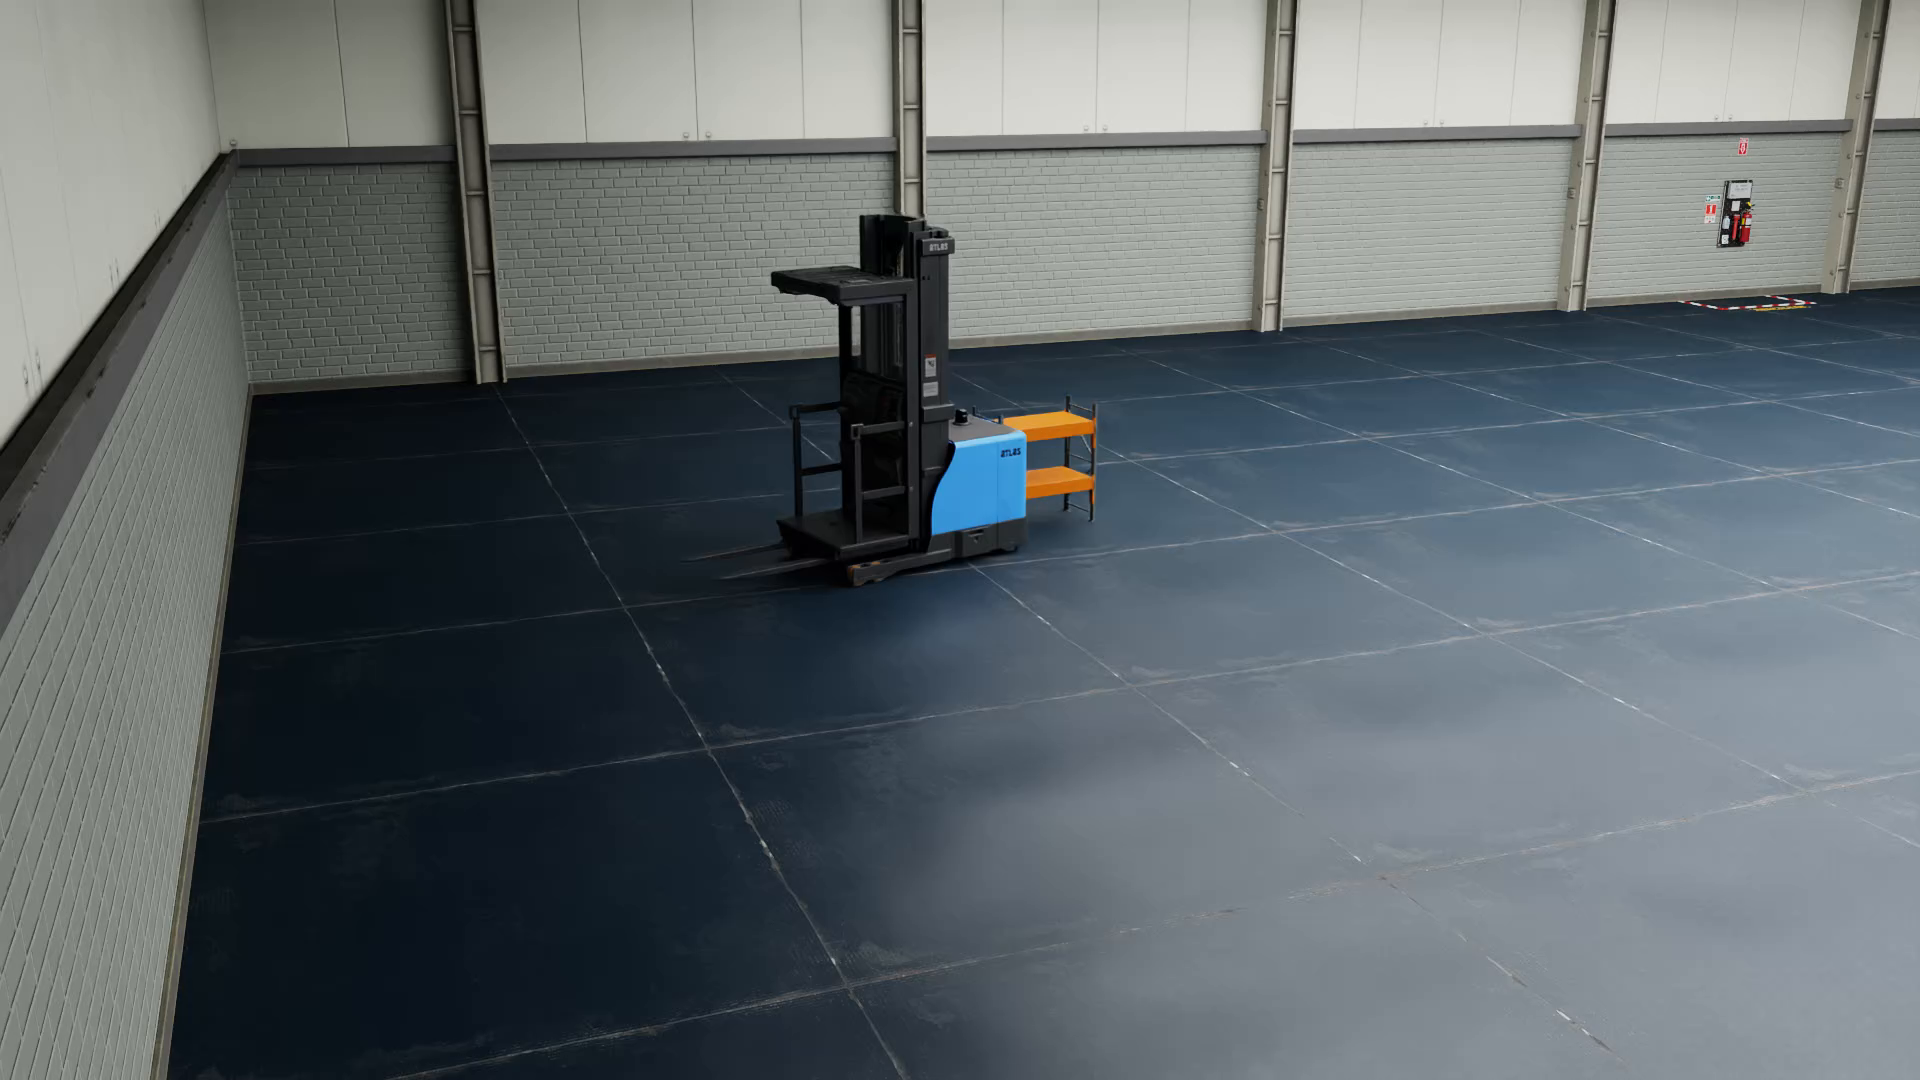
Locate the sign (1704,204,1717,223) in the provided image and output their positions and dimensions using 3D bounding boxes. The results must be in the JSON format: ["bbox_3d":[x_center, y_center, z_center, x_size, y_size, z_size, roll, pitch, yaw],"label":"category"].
[{"bbox_3d":[13.219,-5.748,29.285,0.234,0.329,0.001,-6,17,-20],"label":"sign"}]

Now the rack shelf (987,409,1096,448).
[{"bbox_3d":[0.697,-0.985,15.418,1.000,0.278,0.538,-9,19,-28],"label":"rack shelf"}]

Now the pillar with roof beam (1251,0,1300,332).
[{"bbox_3d":[6.429,-6.535,21.379,0.400,9.000,9.100,-6,17,-20],"label":"pillar with roof beam"}]

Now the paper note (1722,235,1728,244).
[{"bbox_3d":[13.582,-5.337,29.513,0.142,0.148,0.016,-6,17,-20],"label":"paper note"}]

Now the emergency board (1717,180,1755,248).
[{"bbox_3d":[13.772,-5.760,29.387,0.643,1.169,0.194,-6,17,-20],"label":"emergency board"}]

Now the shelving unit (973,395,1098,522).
[{"bbox_3d":[0.697,-0.704,15.501,1.048,1.125,0.538,-9,19,-28],"label":"shelving unit"}]

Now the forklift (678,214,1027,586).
[{"bbox_3d":[-0.906,-1.196,13.968,3.031,2.935,1.130,-11,20,-33],"label":"forklift"}]

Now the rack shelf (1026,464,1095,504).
[{"bbox_3d":[0.697,-0.470,15.570,1.000,0.278,0.538,-9,19,-28],"label":"rack shelf"}]

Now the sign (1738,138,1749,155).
[{"bbox_3d":[13.729,-6.897,29.147,0.199,0.298,0.001,-6,17,-20],"label":"sign"}]

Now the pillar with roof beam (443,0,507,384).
[{"bbox_3d":[-4.777,-5.325,17.260,0.400,9.000,9.100,-6,17,-20],"label":"pillar with roof beam"}]

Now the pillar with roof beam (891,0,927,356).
[{"bbox_3d":[0.826,-5.930,19.320,0.400,9.000,9.100,-6,17,-20],"label":"pillar with roof beam"}]

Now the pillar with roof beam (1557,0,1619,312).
[{"bbox_3d":[12.031,-7.139,23.439,0.400,9.000,9.100,-6,17,-20],"label":"pillar with roof beam"}]

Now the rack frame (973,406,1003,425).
[{"bbox_3d":[0.254,-0.634,15.261,0.032,1.125,0.500,-9,19,-28],"label":"rack frame"}]

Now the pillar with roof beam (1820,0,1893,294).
[{"bbox_3d":[17.634,-7.744,25.499,0.400,9.000,9.100,-6,17,-20],"label":"pillar with roof beam"}]

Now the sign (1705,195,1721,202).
[{"bbox_3d":[13.227,-6.000,29.204,0.331,0.109,0.001,-6,17,-20],"label":"sign"}]

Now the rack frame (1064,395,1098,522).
[{"bbox_3d":[1.140,-0.775,15.740,0.032,1.125,0.500,-9,19,-28],"label":"rack frame"}]
